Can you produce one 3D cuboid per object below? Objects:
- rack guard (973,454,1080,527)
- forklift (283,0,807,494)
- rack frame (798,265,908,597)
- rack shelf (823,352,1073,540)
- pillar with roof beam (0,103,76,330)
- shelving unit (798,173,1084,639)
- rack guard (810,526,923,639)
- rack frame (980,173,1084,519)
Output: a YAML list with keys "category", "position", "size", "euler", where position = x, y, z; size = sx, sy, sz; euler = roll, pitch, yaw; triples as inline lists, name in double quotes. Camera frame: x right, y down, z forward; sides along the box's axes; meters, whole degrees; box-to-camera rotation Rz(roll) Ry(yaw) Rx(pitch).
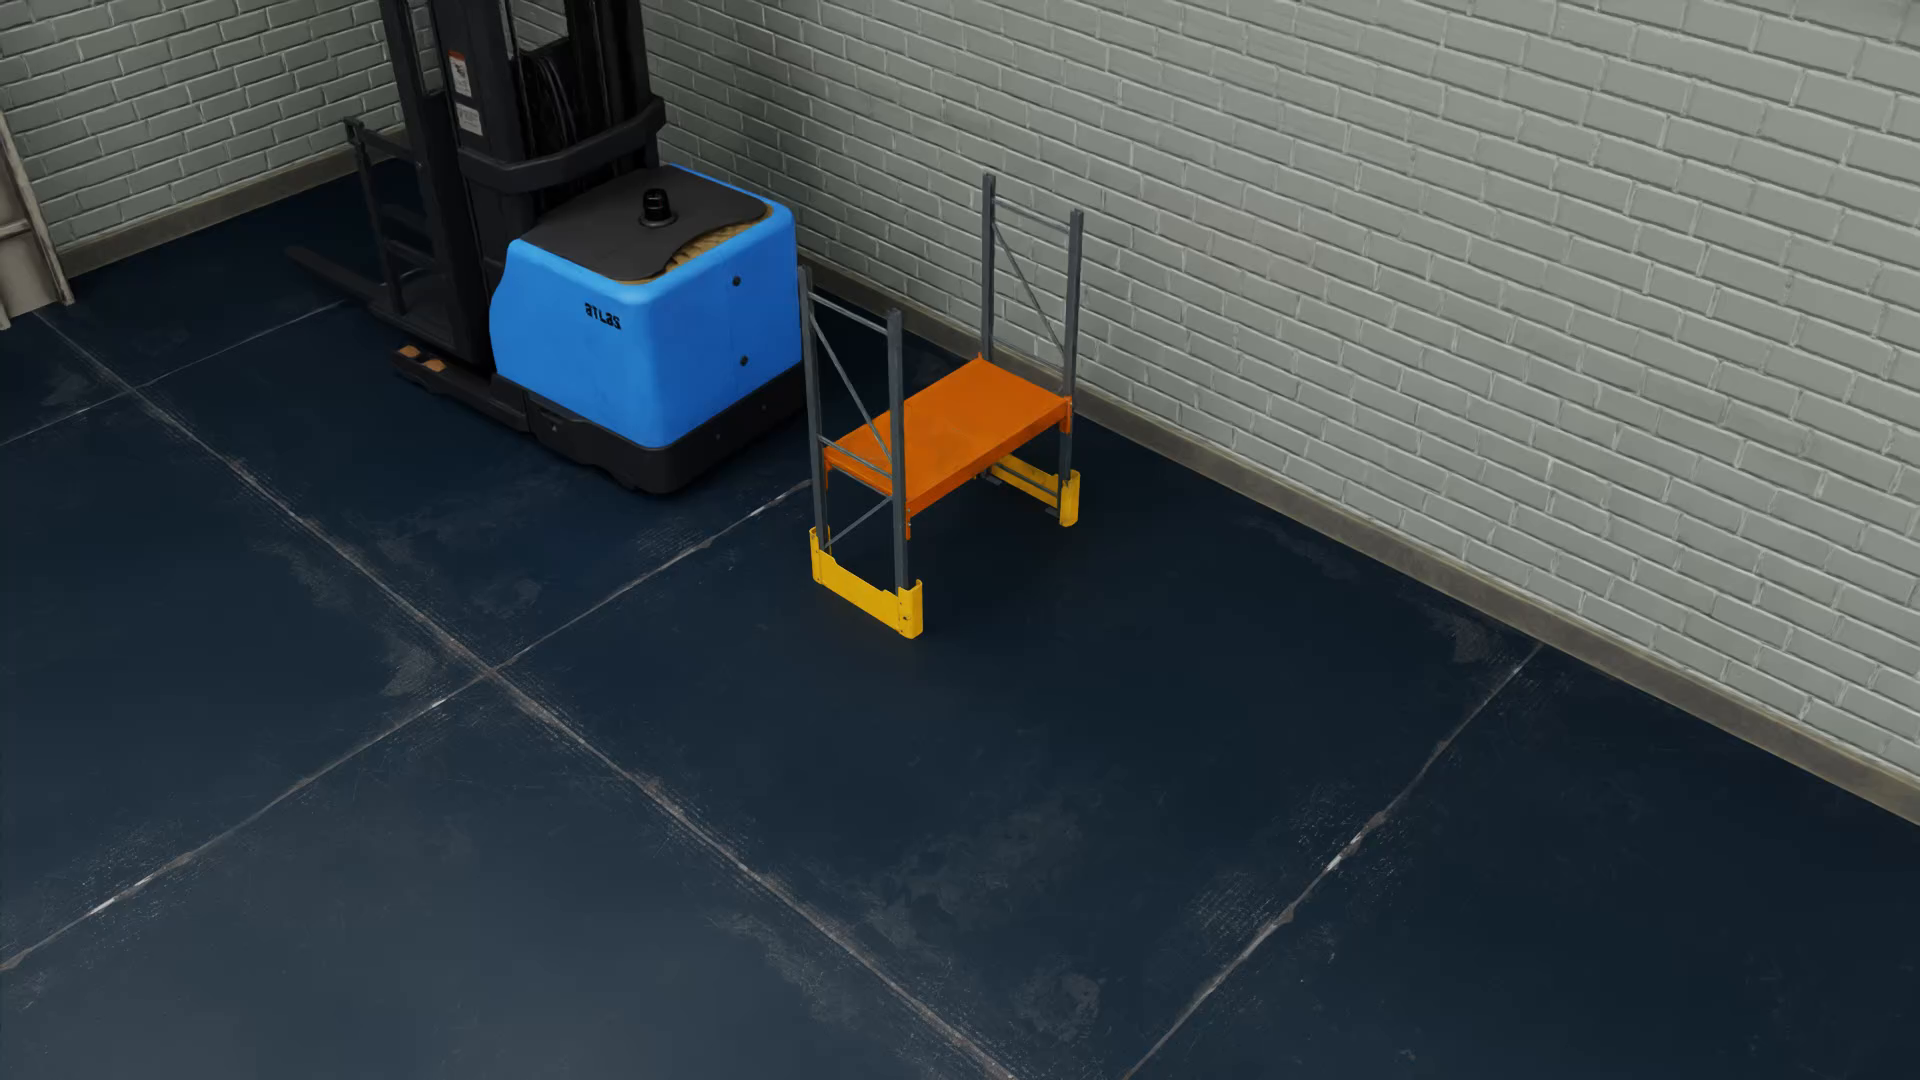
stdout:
- category: "rack guard"
  position: [0.285, -0.292, 7.416]
  size: [0.587, 0.250, 0.087]
  euler: [30, 47, 32]
- category: "forklift"
  position: [-2.197, -2.103, 7.540]
  size: [3.031, 2.935, 1.130]
  euler: [26, 45, 29]
- category: "rack frame"
  position: [-0.401, -0.314, 6.440]
  size: [0.500, 1.500, 0.032]
  euler: [30, 47, 32]
- category: "rack shelf"
  position: [-0.058, -0.407, 6.846]
  size: [0.538, 0.185, 1.000]
  euler: [30, 47, 32]
- category: "pillar with roof beam"
  position: [-1.768, -2.953, 3.734]
  size: [9.100, 9.000, 0.400]
  euler: [30, 47, 32]
- category: "shelving unit"
  position: [-0.051, -0.552, 6.739]
  size: [0.587, 1.500, 1.083]
  euler: [30, 47, 32]
- category: "rack guard"
  position: [-0.387, 0.166, 6.840]
  size: [0.587, 0.250, 0.087]
  euler: [30, 47, 32]
- category: "rack frame"
  position: [0.285, -0.781, 7.028]
  size: [0.500, 1.500, 0.032]
  euler: [30, 47, 32]
